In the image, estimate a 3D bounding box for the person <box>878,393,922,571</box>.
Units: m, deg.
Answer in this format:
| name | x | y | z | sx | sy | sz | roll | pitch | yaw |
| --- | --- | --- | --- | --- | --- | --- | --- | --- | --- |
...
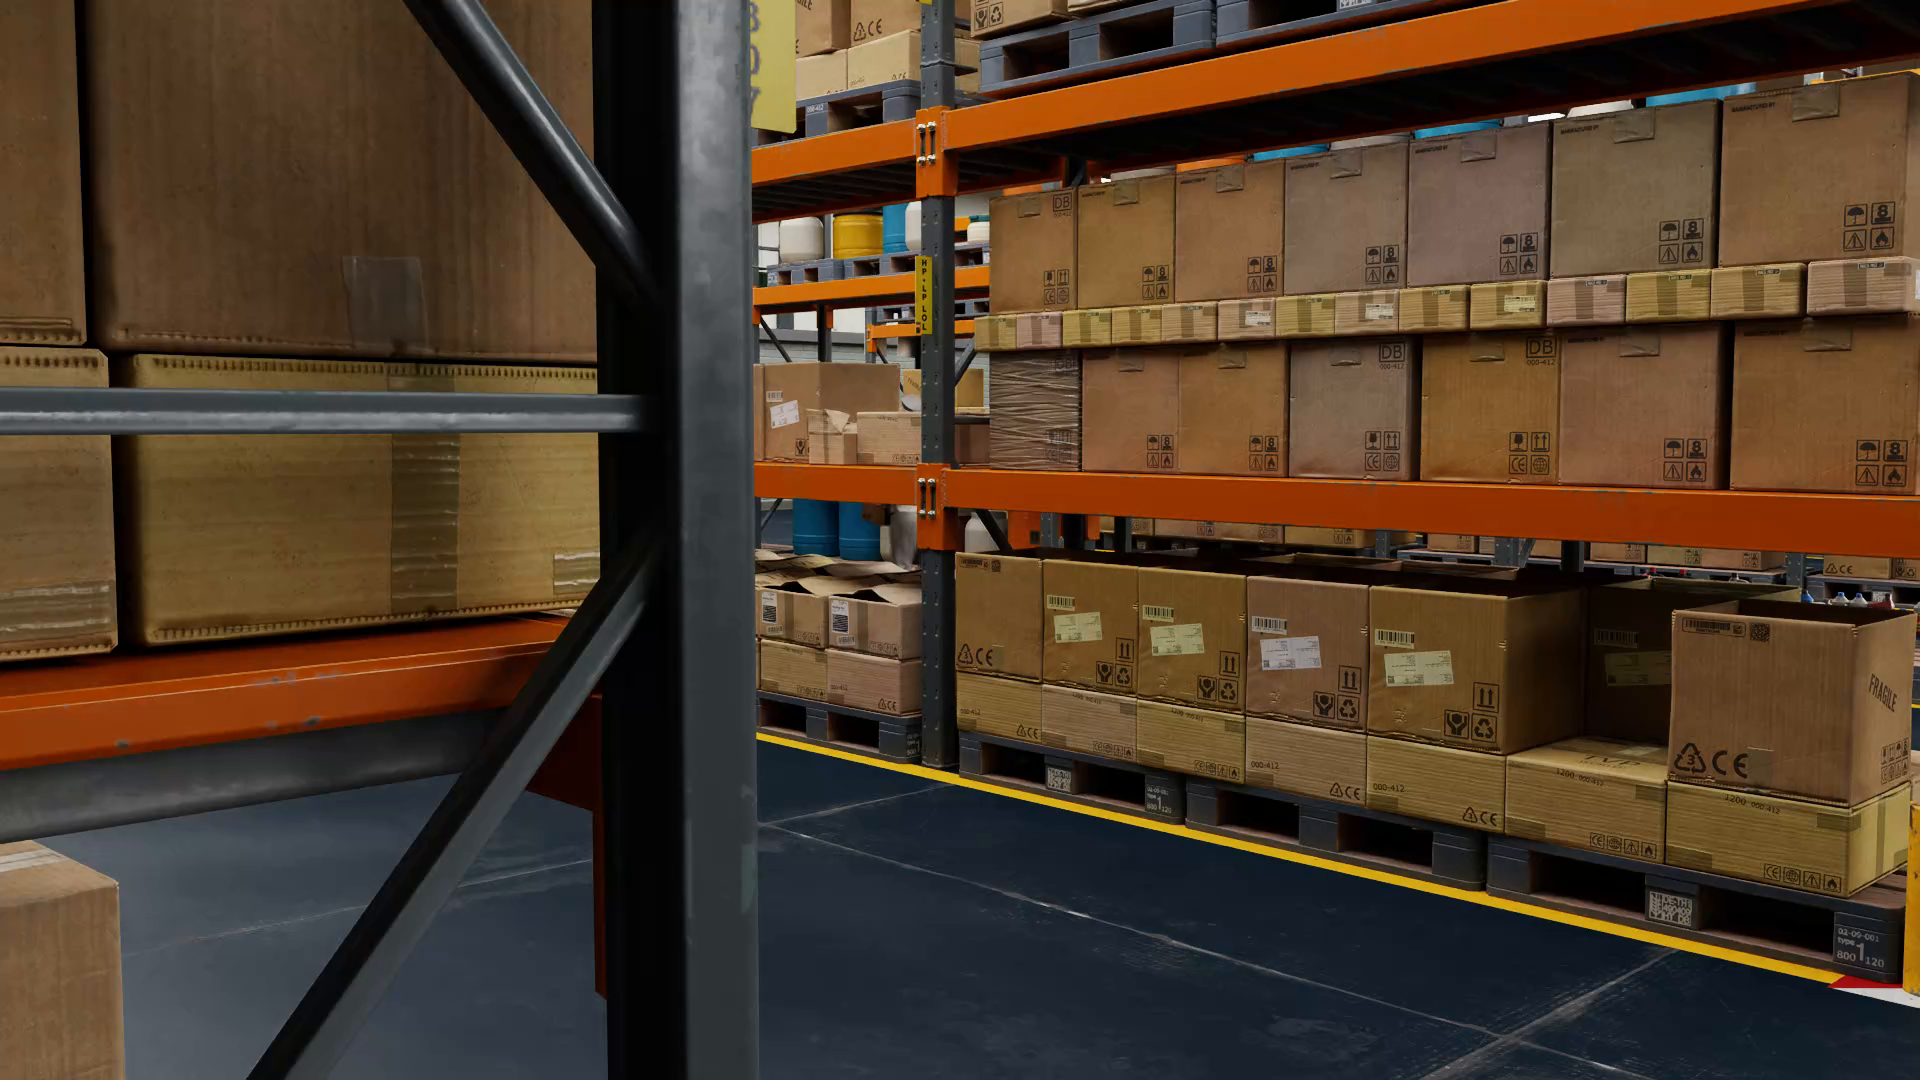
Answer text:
| name | x | y | z | sx | sy | sz | roll | pitch | yaw |
| --- | --- | --- | --- | --- | --- | --- | --- | --- | --- |
| person | -0.336 | -0.150 | 11.394 | 0.471 | 1.700 | 0.543 | -2 | 5 | -28 |
